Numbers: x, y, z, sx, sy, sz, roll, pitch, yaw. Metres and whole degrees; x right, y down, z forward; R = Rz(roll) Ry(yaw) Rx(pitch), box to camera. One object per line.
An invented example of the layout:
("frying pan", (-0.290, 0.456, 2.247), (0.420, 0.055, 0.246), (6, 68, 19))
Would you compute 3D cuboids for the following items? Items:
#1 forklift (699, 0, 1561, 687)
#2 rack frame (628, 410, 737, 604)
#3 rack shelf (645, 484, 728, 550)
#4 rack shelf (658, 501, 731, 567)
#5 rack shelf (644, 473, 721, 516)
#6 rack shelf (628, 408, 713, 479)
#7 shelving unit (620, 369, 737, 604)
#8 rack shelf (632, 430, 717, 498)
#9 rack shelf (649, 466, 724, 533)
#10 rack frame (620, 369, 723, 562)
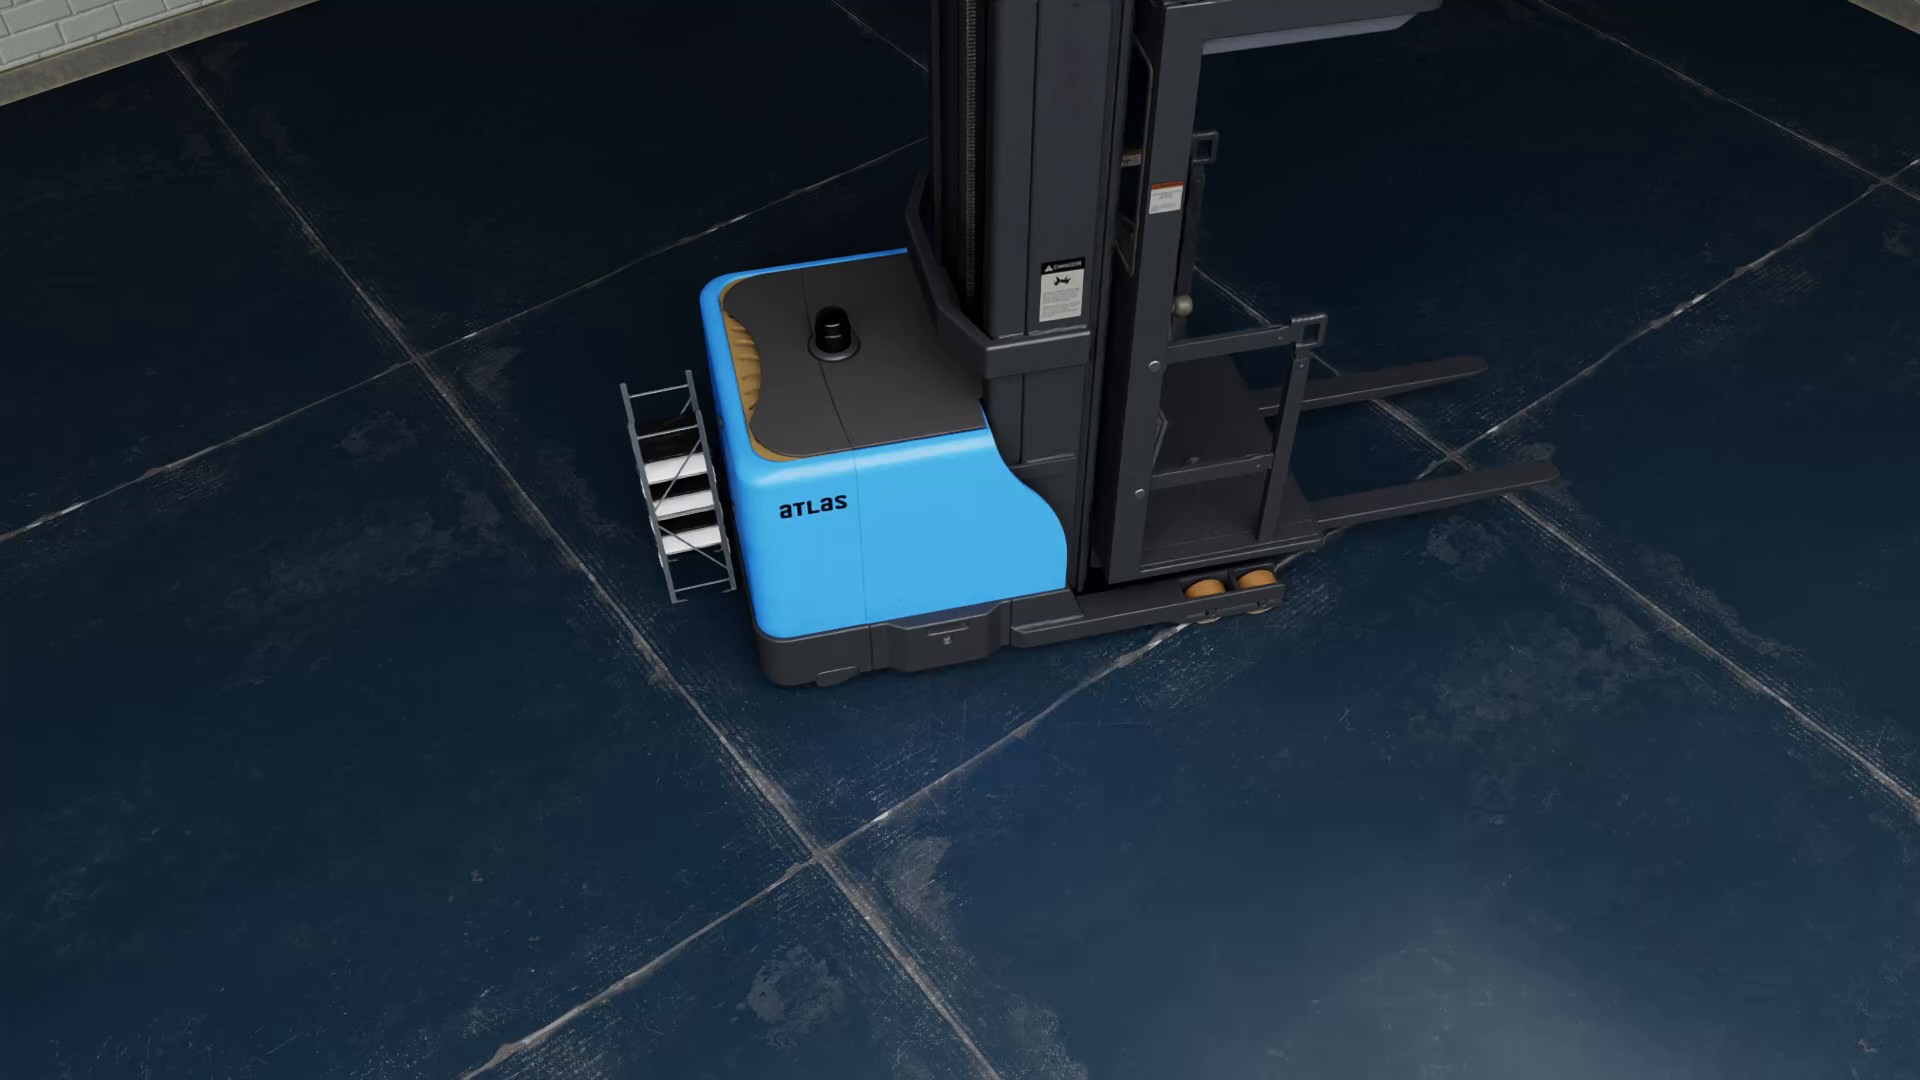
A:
("forklift", (0.682, -1.058, 5.231), (3.031, 2.935, 1.130), (-10, 49, -9))
("rack frame", (-0.944, -0.096, 5.724), (0.240, 0.900, 0.006), (-13, 49, -9))
("rack shelf", (-0.967, -0.086, 5.882), (0.258, 0.077, 0.200), (-13, 49, -9))
("rack shelf", (-0.964, -0.026, 5.949), (0.258, 0.077, 0.200), (-13, 49, -9))
("rack shelf", (-0.972, -0.206, 5.747), (0.258, 0.077, 0.200), (-13, 49, -9))
("rack shelf", (-0.978, -0.326, 5.613), (0.258, 0.077, 0.200), (-13, 49, -9))
("shelving unit", (-0.971, -0.168, 5.790), (0.258, 0.900, 0.210), (-13, 49, -9))
("rack shelf", (-0.975, -0.266, 5.680), (0.258, 0.077, 0.200), (-13, 49, -9))
("rack shelf", (-0.970, -0.146, 5.814), (0.258, 0.077, 0.200), (-13, 49, -9))
("rack frame", (-0.997, -0.241, 5.856), (0.240, 0.900, 0.006), (-13, 49, -9))
